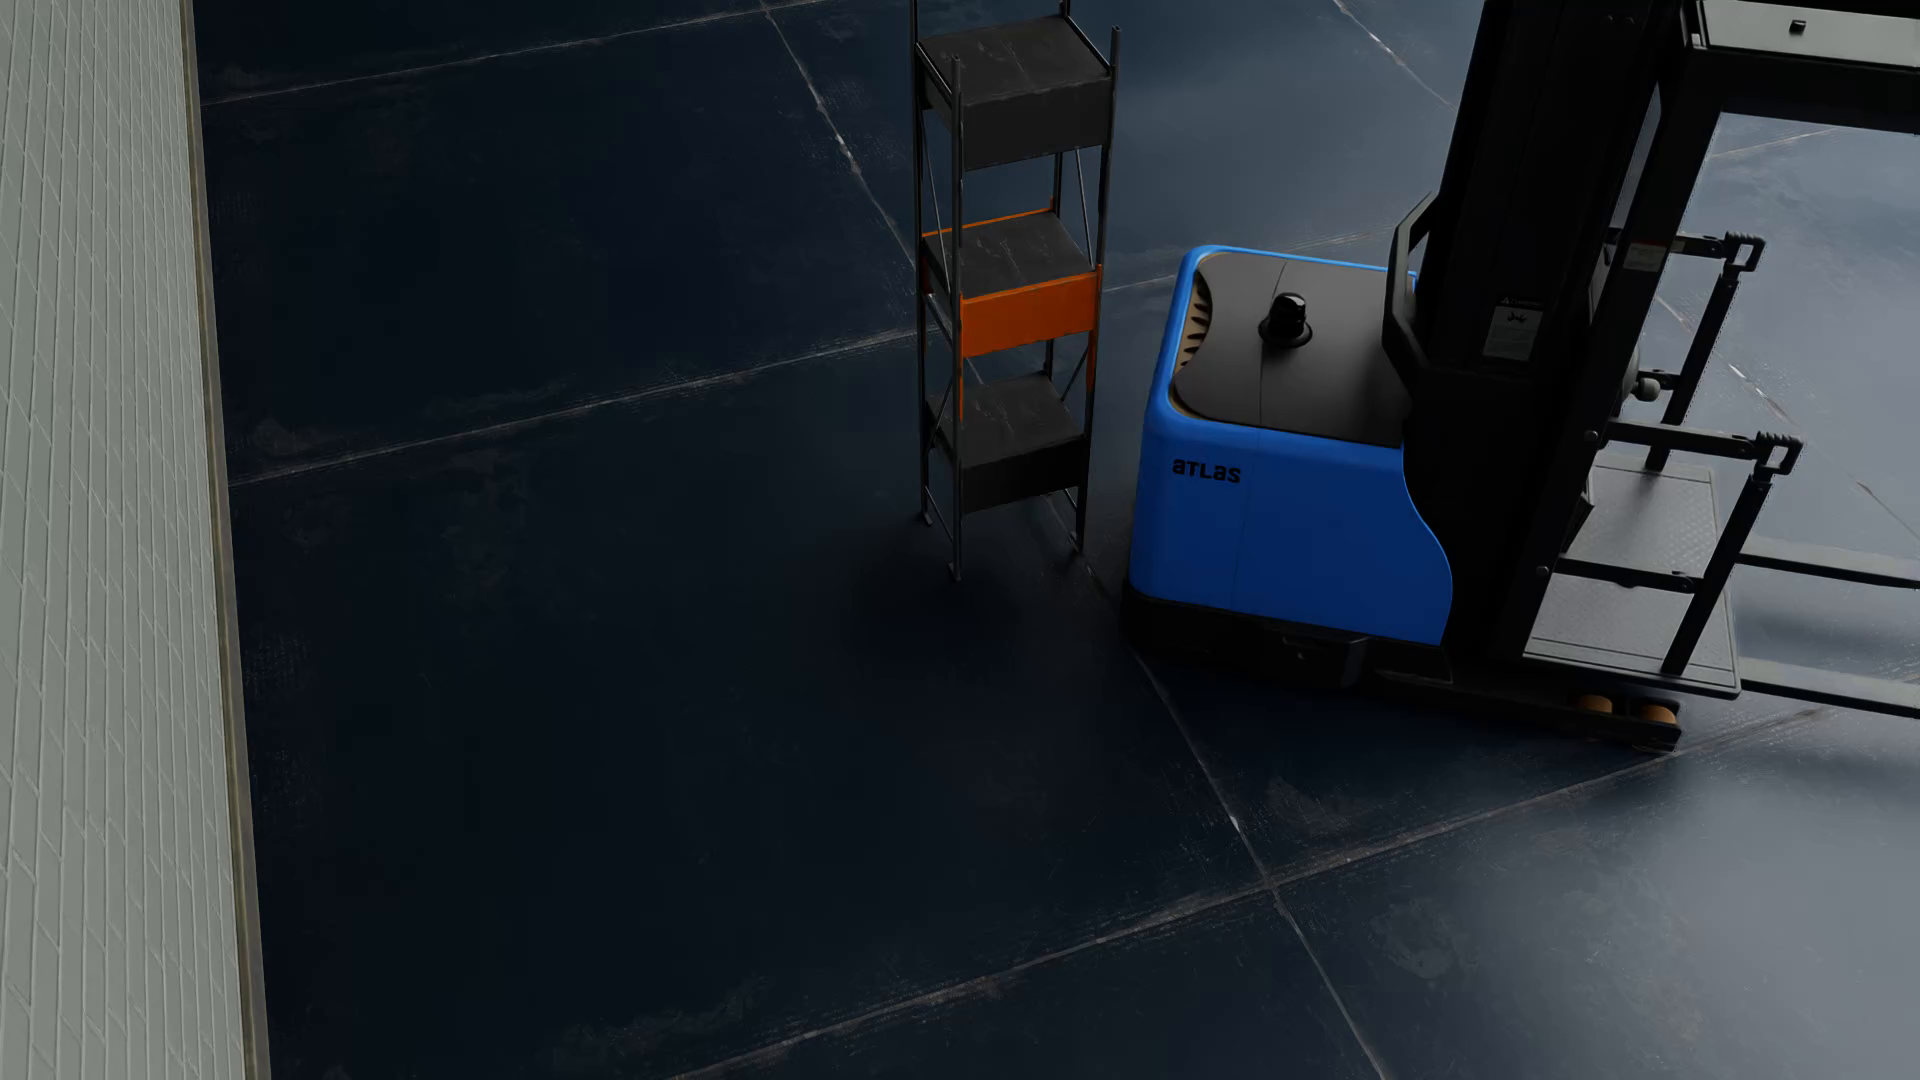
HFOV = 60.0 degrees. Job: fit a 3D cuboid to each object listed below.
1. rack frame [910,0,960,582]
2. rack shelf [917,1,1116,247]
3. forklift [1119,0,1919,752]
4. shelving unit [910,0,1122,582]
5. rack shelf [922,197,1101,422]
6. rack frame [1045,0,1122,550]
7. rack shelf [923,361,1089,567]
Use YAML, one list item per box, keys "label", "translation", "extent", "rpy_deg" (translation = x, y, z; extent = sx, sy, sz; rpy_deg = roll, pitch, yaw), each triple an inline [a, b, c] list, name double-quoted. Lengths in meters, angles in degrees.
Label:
- label: "rack frame"
  translation: [-0.074, -0.722, 5.487]
  extent: [0.015, 2.100, 0.400]
  rpy_deg: [-14, 47, -14]
- label: "rack shelf"
  translation: [0.156, -1.266, 5.060]
  extent: [0.480, 0.518, 0.431]
  rpy_deg: [-14, 47, -14]
- label: "forklift"
  translation: [2.134, -0.745, 4.923]
  extent: [3.031, 2.935, 1.130]
  rpy_deg: [9, 46, 9]
- label: "shelving unit"
  translation: [0.156, -0.781, 5.546]
  extent: [0.503, 2.100, 0.431]
  rpy_deg: [-14, 47, -14]
- label: "rack shelf"
  translation: [0.156, -0.771, 5.556]
  extent: [0.480, 0.518, 0.431]
  rpy_deg: [-14, 47, -14]
- label: "rack frame"
  translation: [0.385, -0.840, 5.604]
  extent: [0.015, 2.100, 0.400]
  rpy_deg: [-14, 47, -14]
- label: "rack shelf"
  translation: [0.156, -0.277, 6.051]
  extent: [0.480, 0.518, 0.431]
  rpy_deg: [-14, 47, -14]
